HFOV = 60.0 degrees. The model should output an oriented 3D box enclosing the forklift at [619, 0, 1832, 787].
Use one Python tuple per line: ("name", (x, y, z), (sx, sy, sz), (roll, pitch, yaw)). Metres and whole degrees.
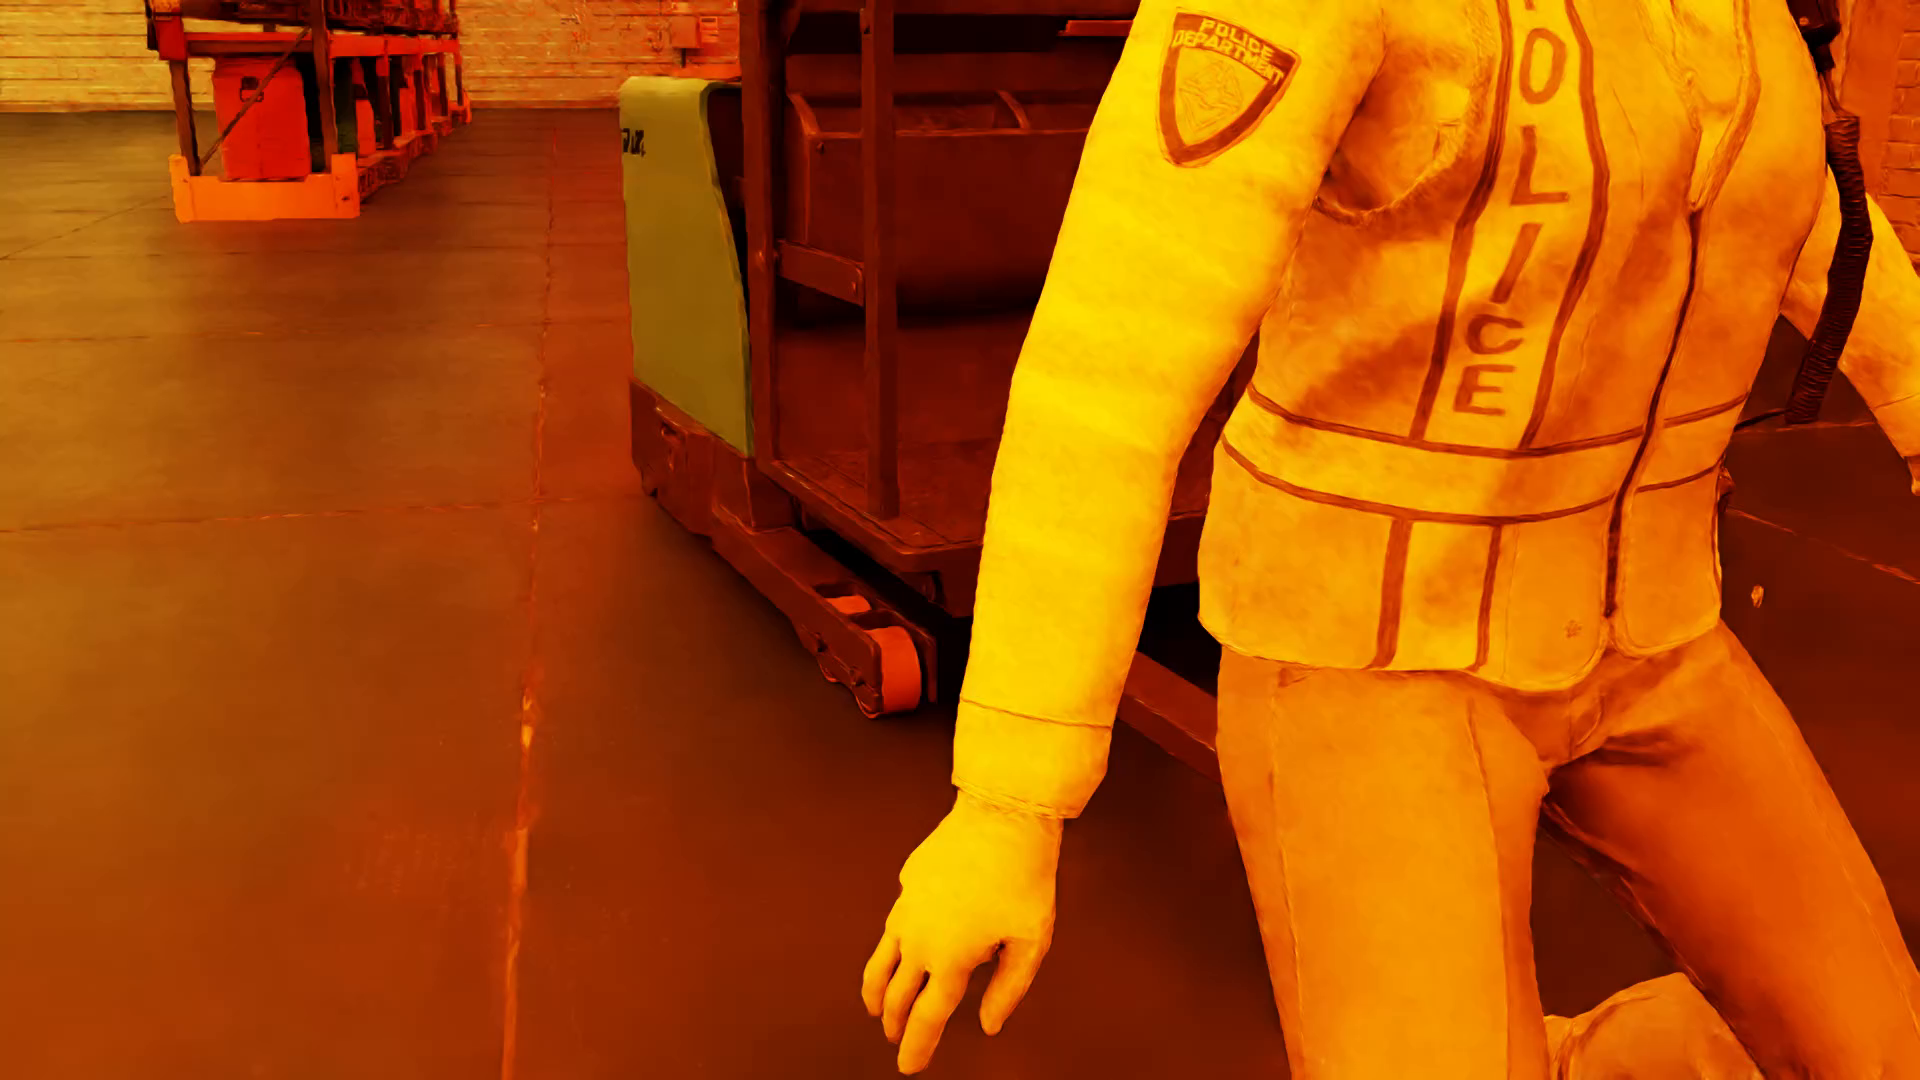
("forklift", (0.204, -1.227, 2.999), (1.130, 2.935, 3.031), (-7, 18, -24))
